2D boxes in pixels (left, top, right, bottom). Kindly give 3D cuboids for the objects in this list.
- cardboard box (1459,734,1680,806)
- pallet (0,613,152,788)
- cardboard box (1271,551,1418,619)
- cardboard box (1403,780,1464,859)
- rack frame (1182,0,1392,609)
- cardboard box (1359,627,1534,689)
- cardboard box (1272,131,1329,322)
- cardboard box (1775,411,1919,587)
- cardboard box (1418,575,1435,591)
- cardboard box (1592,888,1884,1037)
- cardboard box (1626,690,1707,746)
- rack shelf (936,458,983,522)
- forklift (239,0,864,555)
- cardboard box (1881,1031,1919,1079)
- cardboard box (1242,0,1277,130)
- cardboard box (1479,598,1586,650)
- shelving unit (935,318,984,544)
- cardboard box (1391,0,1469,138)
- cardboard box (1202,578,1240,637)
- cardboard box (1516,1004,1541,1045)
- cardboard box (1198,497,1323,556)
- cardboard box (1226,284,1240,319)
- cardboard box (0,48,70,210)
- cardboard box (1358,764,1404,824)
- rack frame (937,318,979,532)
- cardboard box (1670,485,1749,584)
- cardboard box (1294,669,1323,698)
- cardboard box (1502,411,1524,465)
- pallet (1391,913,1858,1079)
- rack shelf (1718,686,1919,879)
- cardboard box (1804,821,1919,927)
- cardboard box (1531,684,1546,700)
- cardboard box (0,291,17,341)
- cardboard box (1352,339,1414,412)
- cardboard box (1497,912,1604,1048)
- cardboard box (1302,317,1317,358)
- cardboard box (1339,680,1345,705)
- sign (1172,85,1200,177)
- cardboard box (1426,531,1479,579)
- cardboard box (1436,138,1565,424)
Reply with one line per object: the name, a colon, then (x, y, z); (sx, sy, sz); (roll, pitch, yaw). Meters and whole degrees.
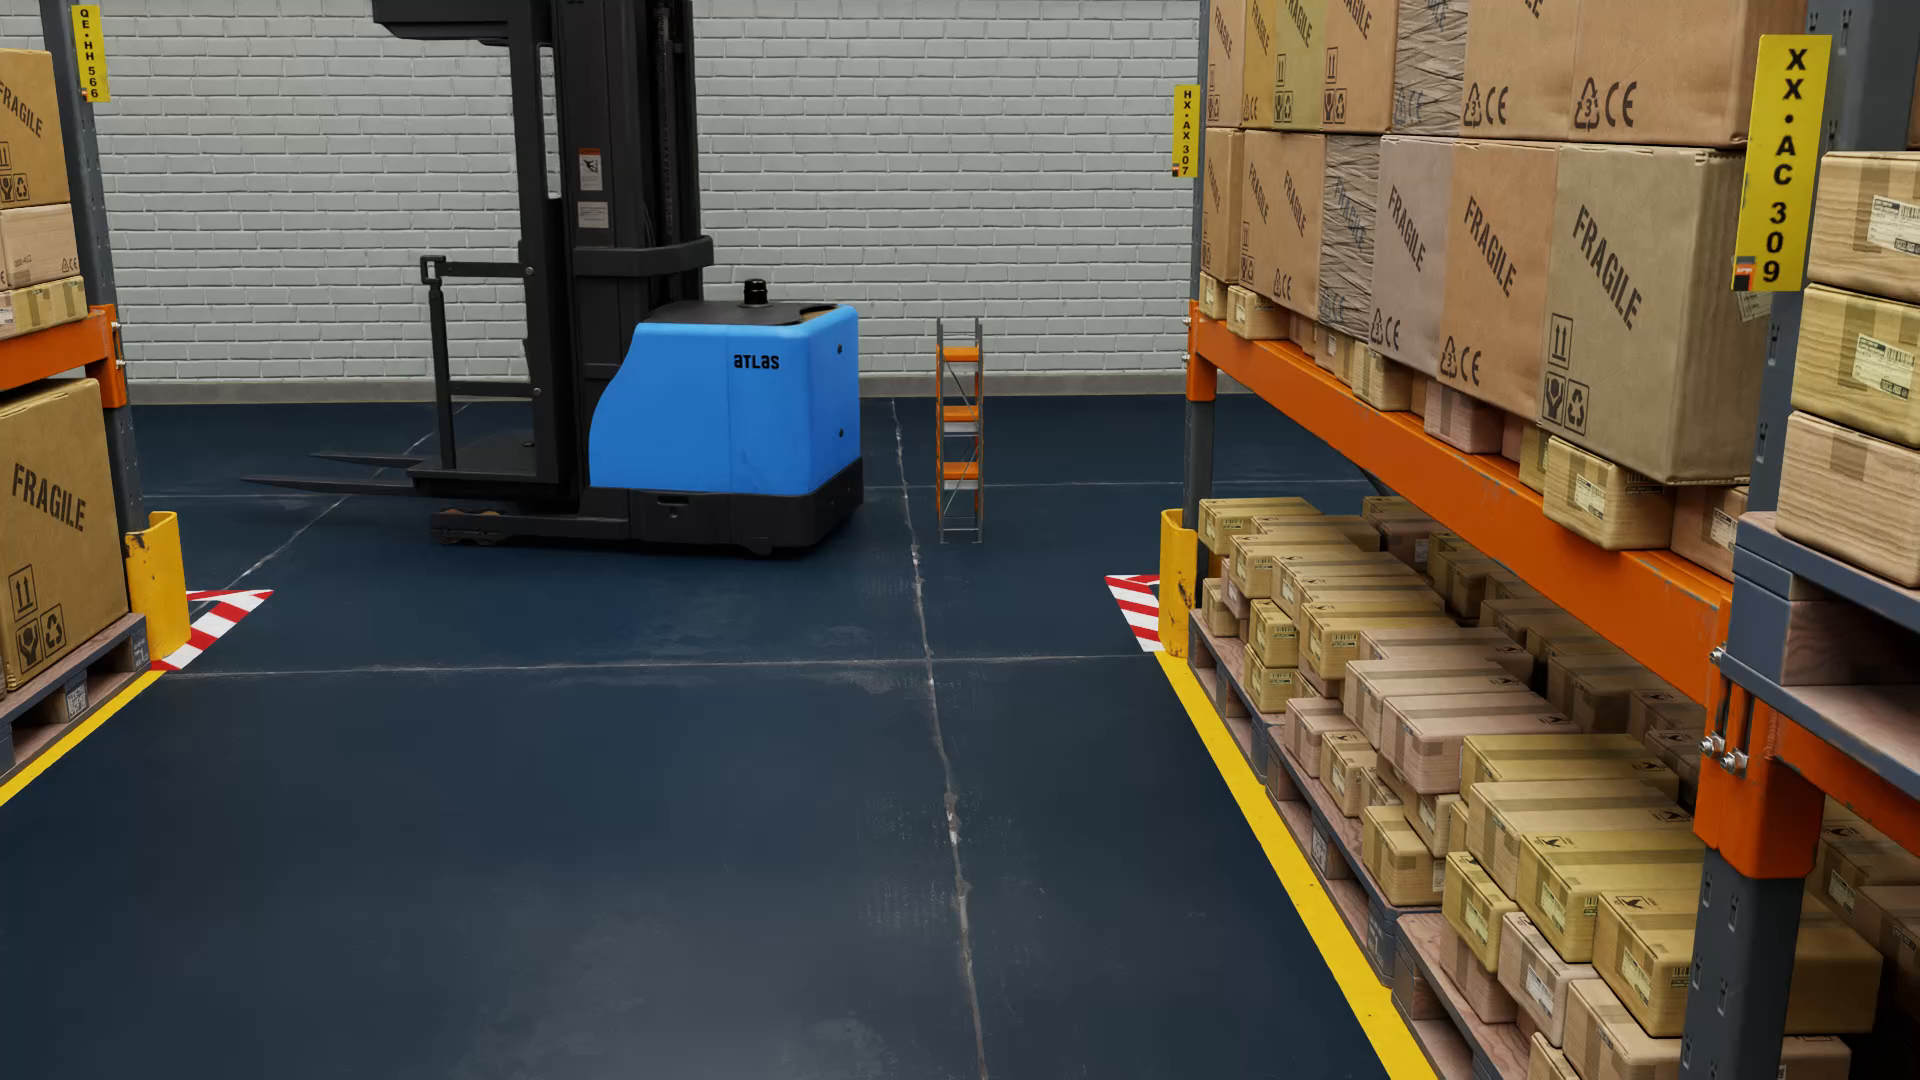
cardboard box: (1.316, 0.535, 3.612); (0.380, 0.149, 0.250); (0, 14, -2)
pallet: (-3.463, 0.526, 5.560); (1.003, 0.211, 1.213); (-1, 14, -3)
cardboard box: (1.182, 0.143, 5.137); (0.380, 0.149, 0.250); (-2, 15, -6)
cardboard box: (1.261, 0.620, 3.878); (0.380, 0.149, 0.250); (-1, 14, -2)
rack frame: (1.366, -1.074, 6.181); (1.000, 3.000, 0.127); (-1, 14, -3)
cardboard box: (1.272, 0.339, 4.374); (0.380, 0.149, 0.250); (-1, 14, -3)
cardboard box: (1.194, -0.896, 4.690); (0.500, 0.500, 0.500); (-1, 14, -3)
cardboard box: (1.179, -0.056, 1.885); (0.380, 0.149, 0.250); (-2, 15, -6)
cardboard box: (1.717, 0.215, 5.451); (0.380, 0.149, 0.250); (-1, 15, -6)
cardboard box: (1.332, 0.726, 2.871); (0.380, 0.149, 0.250); (0, 14, -2)
cardboard box: (1.803, 0.461, 3.901); (0.380, 0.149, 0.250); (-1, 14, -2)
rack shelf: (-0.003, -0.242, 8.019); (0.215, 0.259, 0.240); (-1, 14, -3)
forklift: (-2.063, -1.515, 8.032); (3.031, 2.935, 1.130); (3, 15, 11)
cardboard box: (1.912, 1.003, 2.988); (0.380, 0.149, 0.250); (-2, 15, -6)
cardboard box: (1.166, -1.510, 5.069); (0.500, 0.500, 0.500); (0, 14, -2)
cardboard box: (1.683, 0.267, 4.652); (0.380, 0.149, 0.250); (-1, 14, -5)
shelving unit: (-0.003, -0.522, 7.947); (0.215, 1.050, 0.252); (-1, 14, -3)
cardboard box: (1.260, -1.125, 3.573); (0.500, 0.500, 0.500); (-1, 14, -2)
cardboard box: (1.079, 0.239, 5.958); (0.380, 0.149, 0.250); (-1, 14, -2)
cardboard box: (1.317, 0.940, 3.232); (0.380, 0.149, 0.250); (0, 14, -2)
cardboard box: (1.059, -0.049, 5.883); (0.380, 0.149, 0.250); (-2, 15, -6)
cardboard box: (1.116, -0.804, 5.636); (0.380, 0.149, 0.250); (0, 14, -1)
cardboard box: (-3.298, -1.340, 5.414); (0.500, 0.500, 0.500); (-1, 14, -3)
cardboard box: (1.236, 0.683, 4.232); (0.380, 0.149, 0.250); (-1, 14, -2)
rack frame: (-0.011, -0.552, 8.065); (0.200, 1.050, 0.008); (-1, 14, -3)
cardboard box: (1.362, -0.025, 2.608); (0.380, 0.149, 0.250); (-1, 14, -4)
cardboard box: (1.216, 0.491, 4.976); (0.380, 0.149, 0.250); (-1, 14, -3)
cardboard box: (1.333, -0.220, 3.365); (0.380, 0.149, 0.250); (-1, 14, -5)
pallet: (1.537, 1.105, 3.309); (1.003, 0.211, 1.213); (-1, 14, -3)
rack shelf: (1.738, 0.767, 0.471); (1.077, 0.370, 4.000); (-1, 14, -3)
cardboard box: (1.841, 0.652, 3.158); (0.380, 0.149, 0.250); (0, 14, -1)
cardboard box: (1.760, 0.408, 4.703); (0.380, 0.149, 0.250); (0, 14, -1)
cardboard box: (-3.208, -0.690, 5.192); (0.380, 0.149, 0.250); (-1, 14, -3)
cardboard box: (1.194, -0.413, 4.114); (0.380, 0.149, 0.250); (-1, 14, -2)
cardboard box: (1.248, 0.814, 3.126); (0.380, 0.149, 0.250); (-2, 15, -6)
cardboard box: (1.224, -0.606, 4.866); (0.380, 0.149, 0.250); (-1, 14, -4)
cardboard box: (1.283, 0.419, 4.660); (0.380, 0.149, 0.250); (0, 14, -1)
sign: (0.824, -1.485, 6.040); (0.100, 0.325, 0.005); (-1, 14, -3)
cardboard box: (1.753, 0.069, 5.424); (0.380, 0.149, 0.250); (-1, 14, -5)
cardboard box: (1.271, -0.517, 3.217); (0.500, 0.500, 0.500); (-1, 14, -5)
